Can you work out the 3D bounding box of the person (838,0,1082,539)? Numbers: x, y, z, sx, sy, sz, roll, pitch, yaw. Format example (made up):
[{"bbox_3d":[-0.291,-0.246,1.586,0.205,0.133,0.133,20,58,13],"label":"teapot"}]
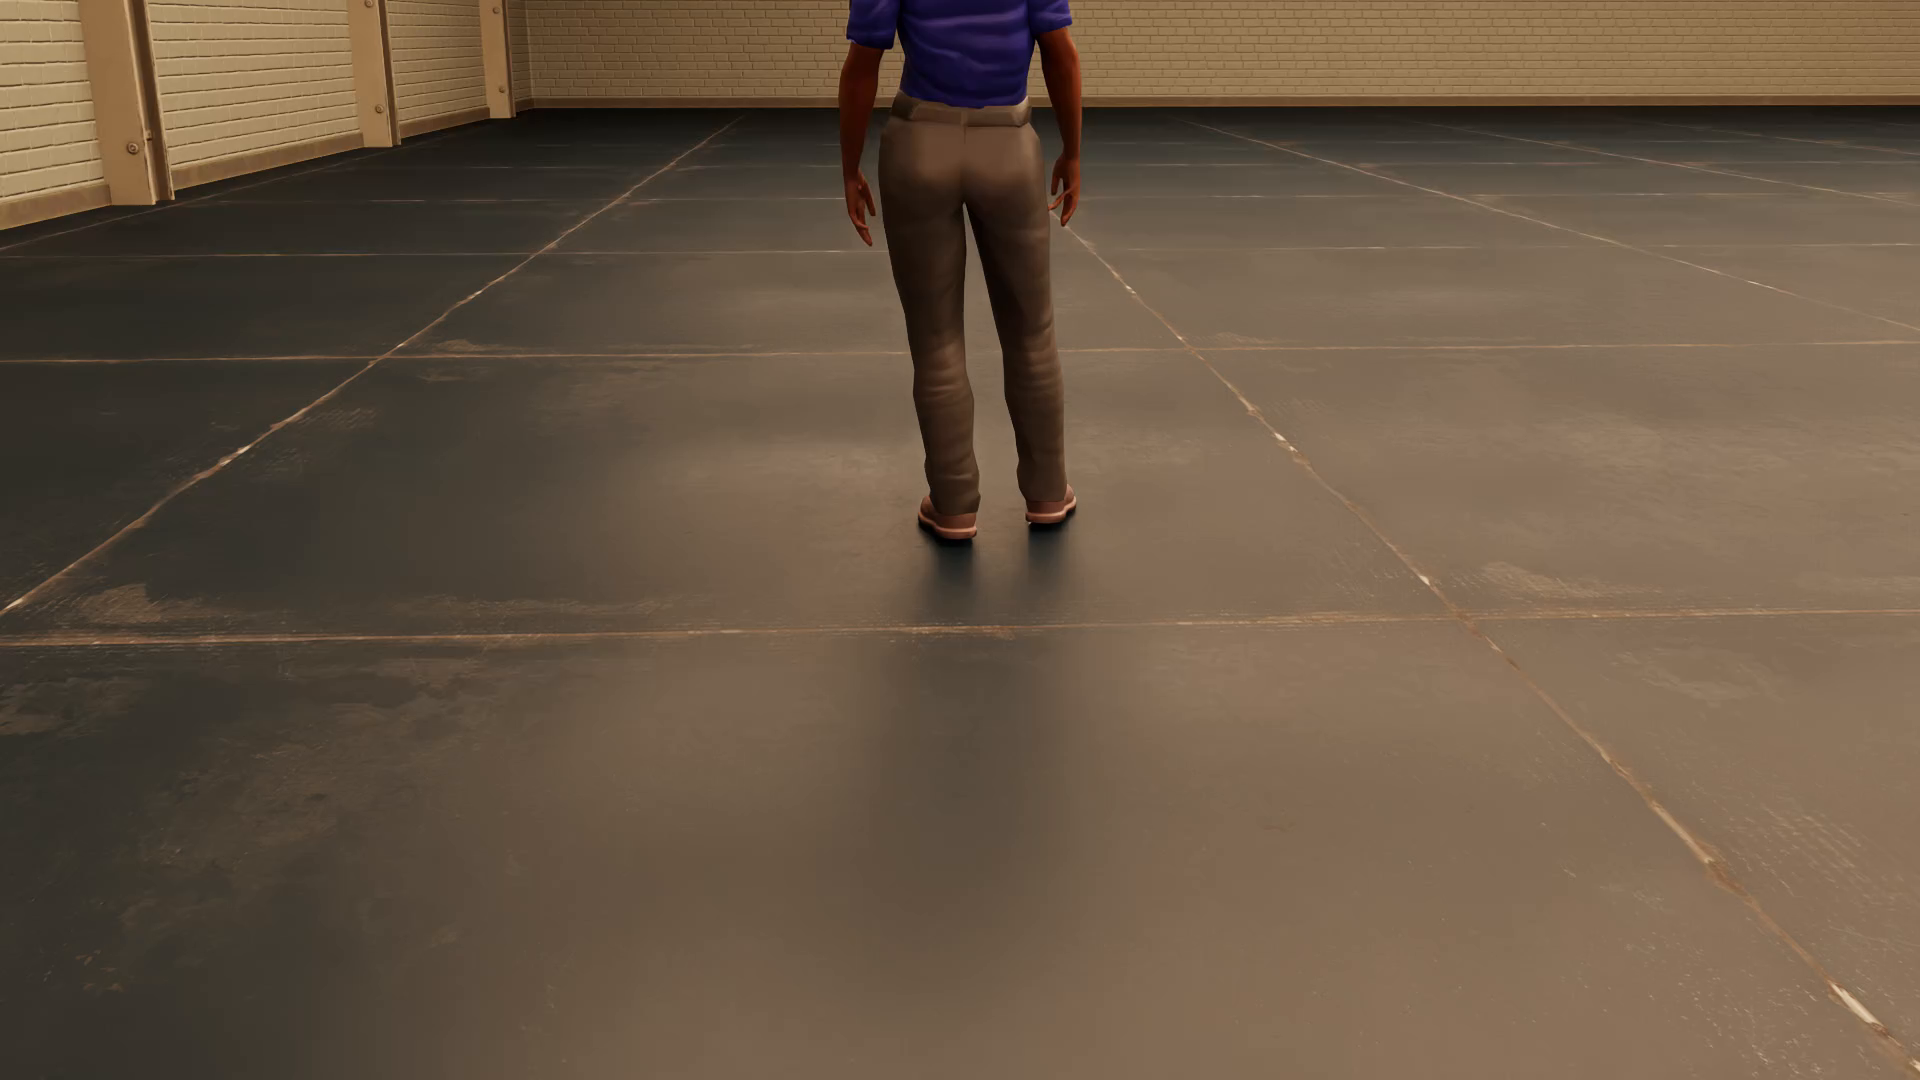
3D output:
[{"bbox_3d":[0.016,-0.824,3.759,0.569,1.654,0.504,-1,17,-3],"label":"person"}]
